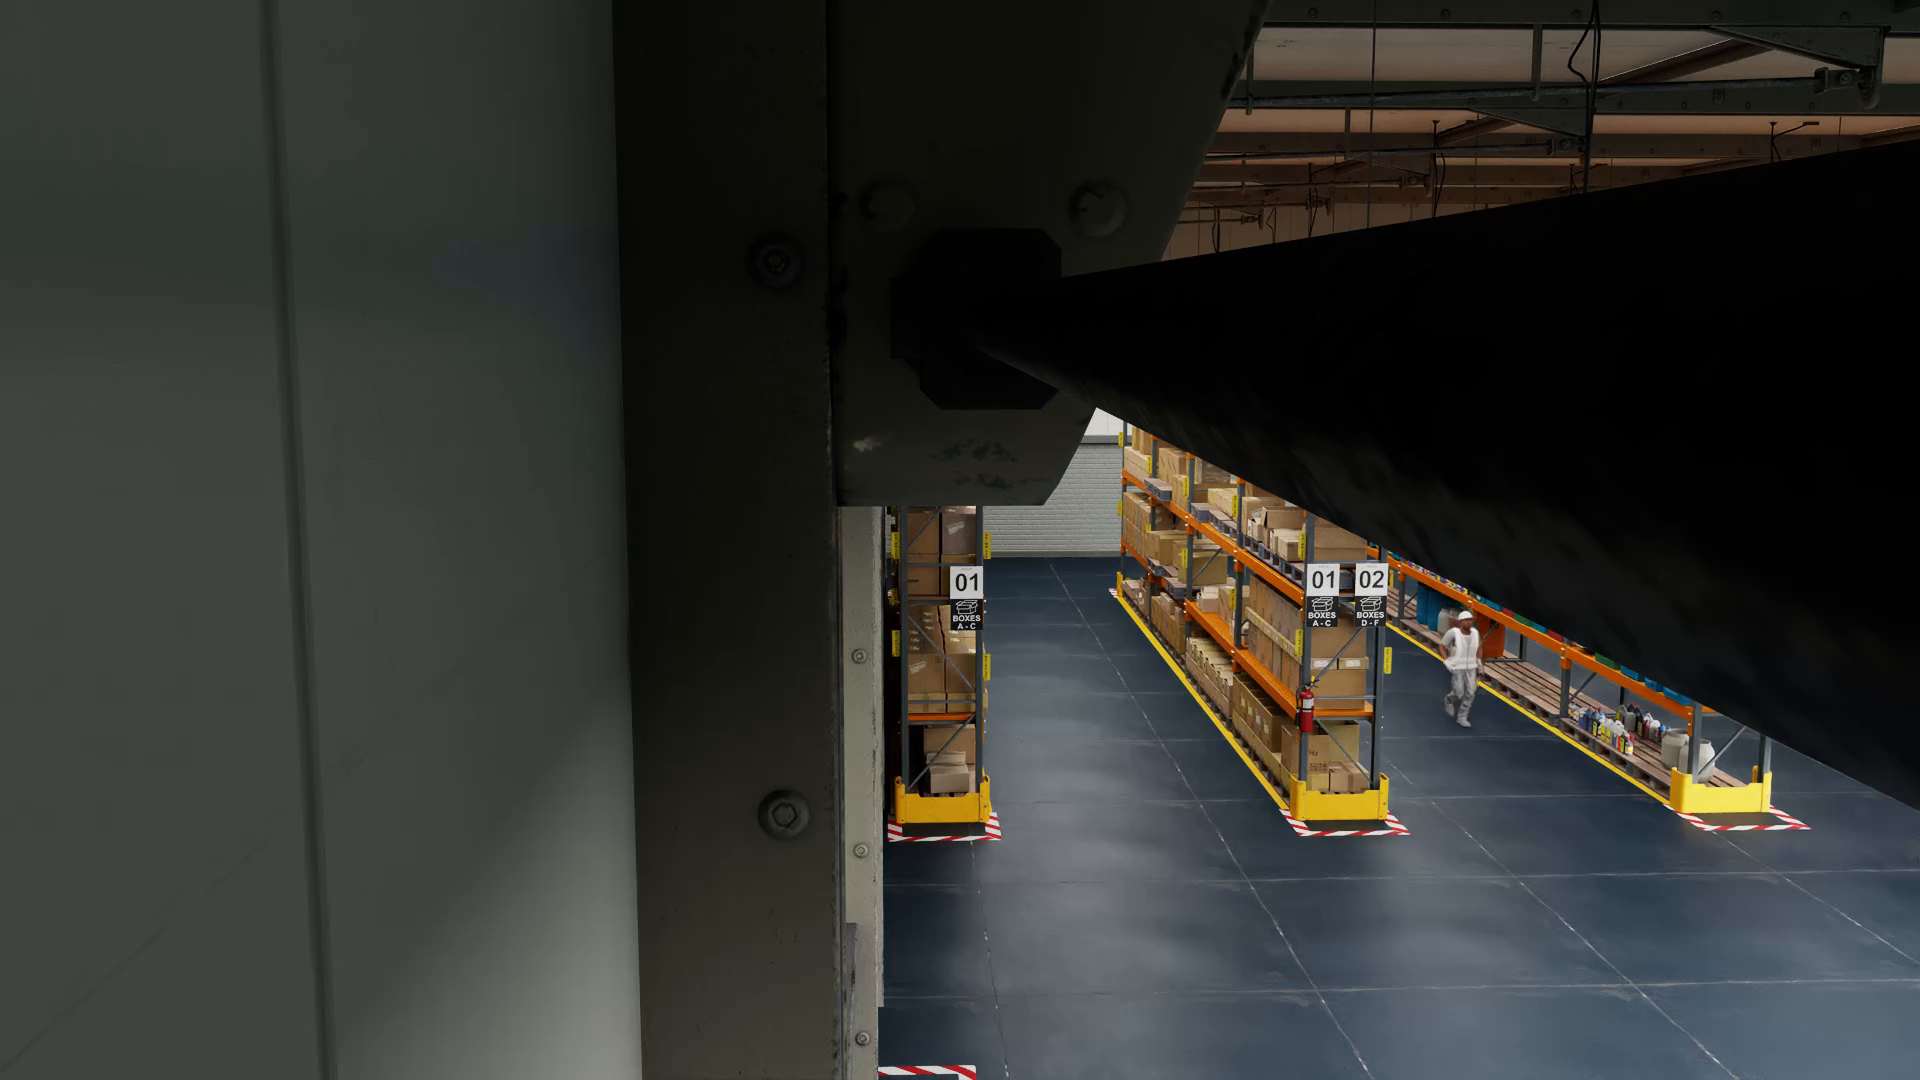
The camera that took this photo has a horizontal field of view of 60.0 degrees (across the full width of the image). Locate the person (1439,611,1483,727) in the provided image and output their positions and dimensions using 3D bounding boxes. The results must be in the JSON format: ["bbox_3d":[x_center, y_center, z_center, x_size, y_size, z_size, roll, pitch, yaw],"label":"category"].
[{"bbox_3d":[7.618,1.932,25.272,0.691,1.744,0.594,-1,8,-7],"label":"person"}]
